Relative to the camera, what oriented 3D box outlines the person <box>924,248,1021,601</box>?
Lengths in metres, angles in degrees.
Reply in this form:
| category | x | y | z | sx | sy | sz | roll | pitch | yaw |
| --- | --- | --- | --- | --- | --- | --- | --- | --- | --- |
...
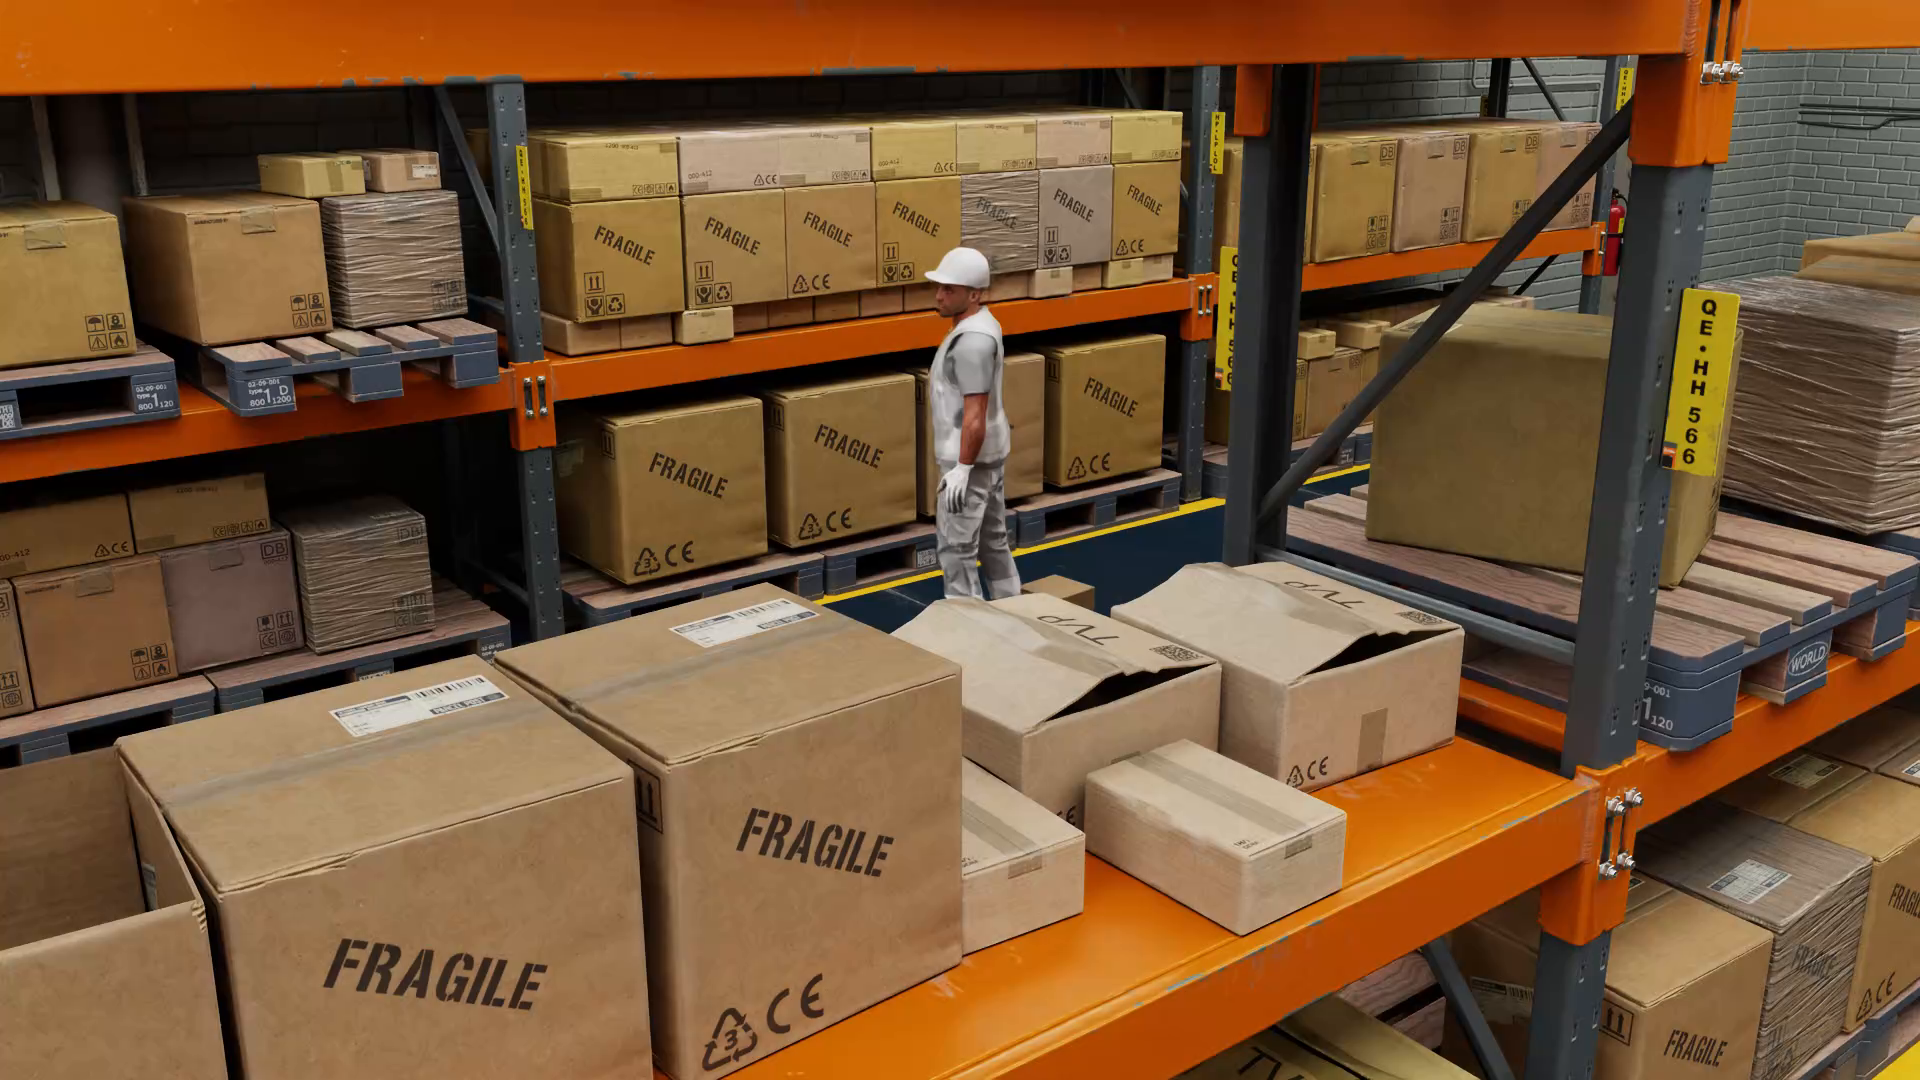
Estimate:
| category | x | y | z | sx | sy | sz | roll | pitch | yaw |
| --- | --- | --- | --- | --- | --- | --- | --- | --- | --- |
| person | 0.022 | -0.327 | 6.976 | 0.476 | 1.791 | 0.573 | 3 | 18 | 8 |
